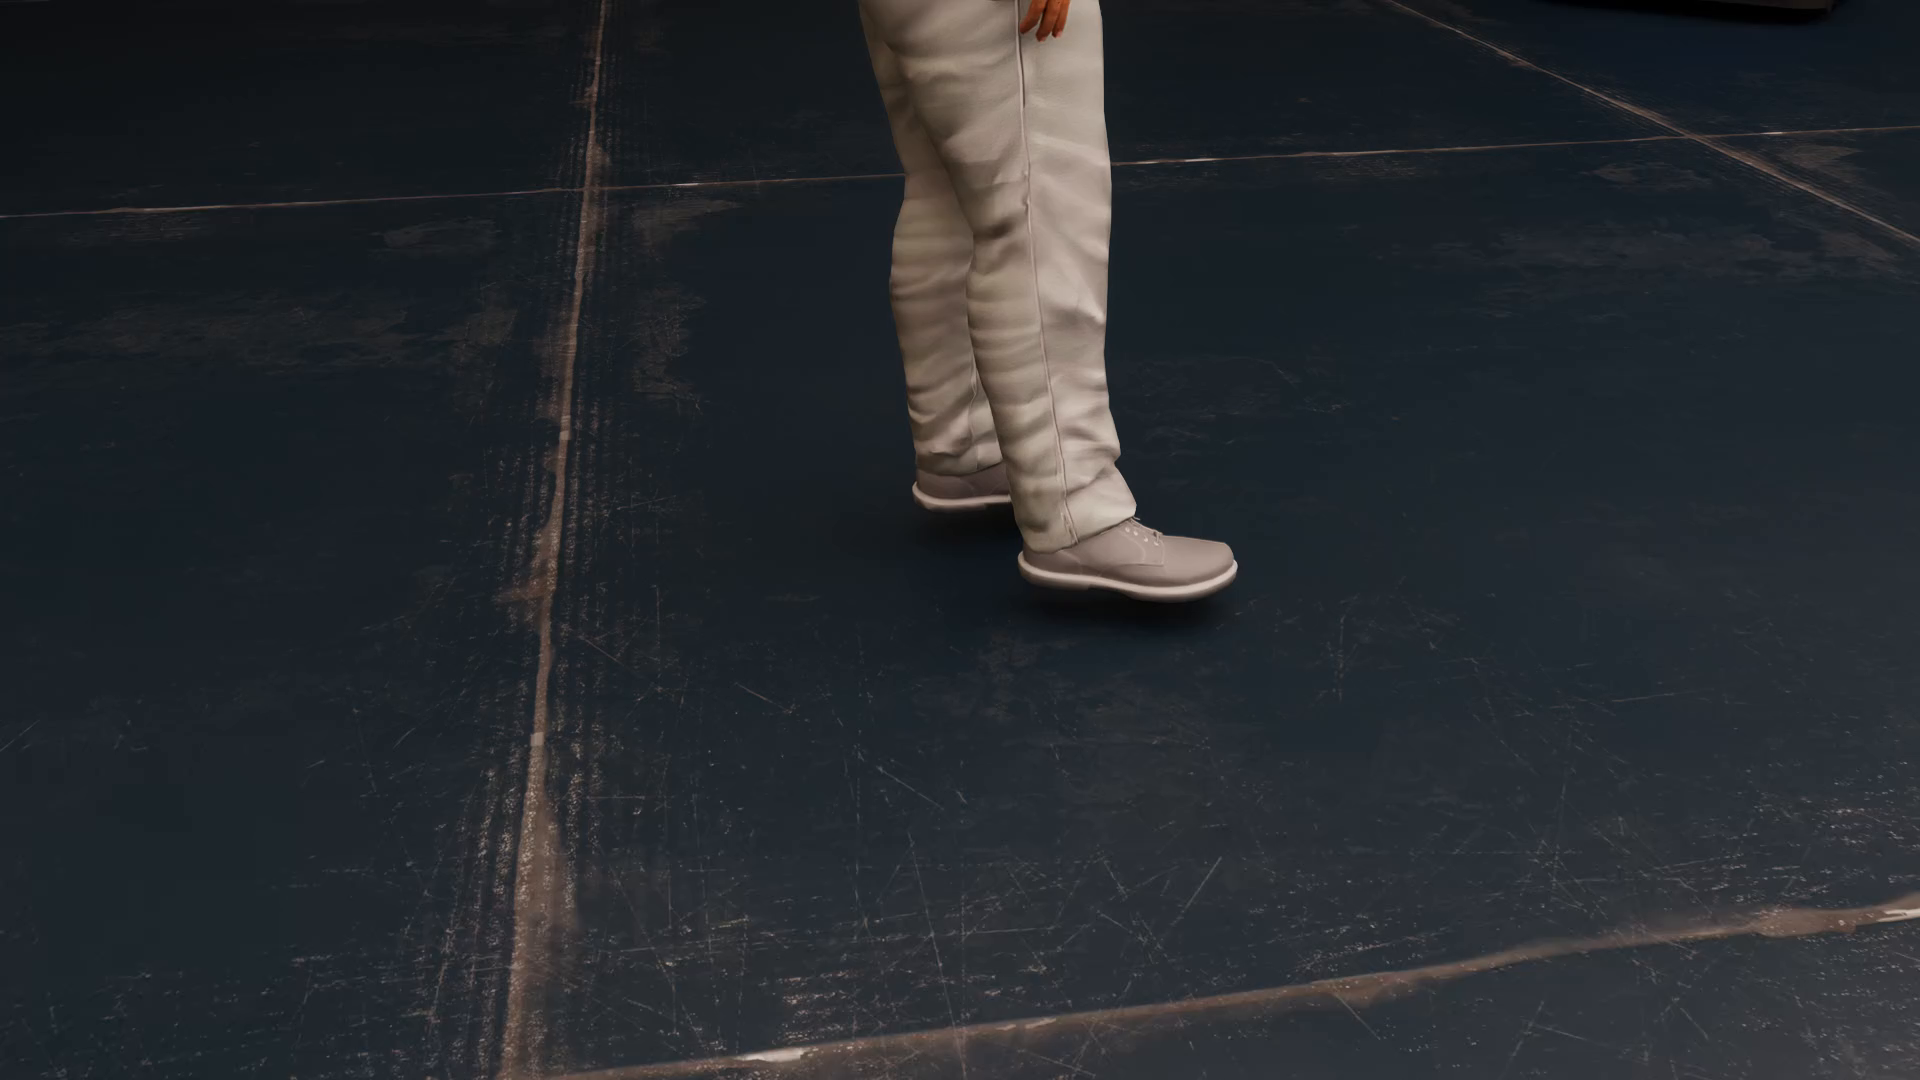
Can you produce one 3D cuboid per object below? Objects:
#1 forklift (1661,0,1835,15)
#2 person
[{"bbox_3d":[3.378,-3.822,6.577,1.130,2.935,3.031,16,32,27],"label":"forklift"},{"bbox_3d":[0.079,-0.774,2.079,0.528,1.669,0.598,-5,28,-9],"label":"person"}]
